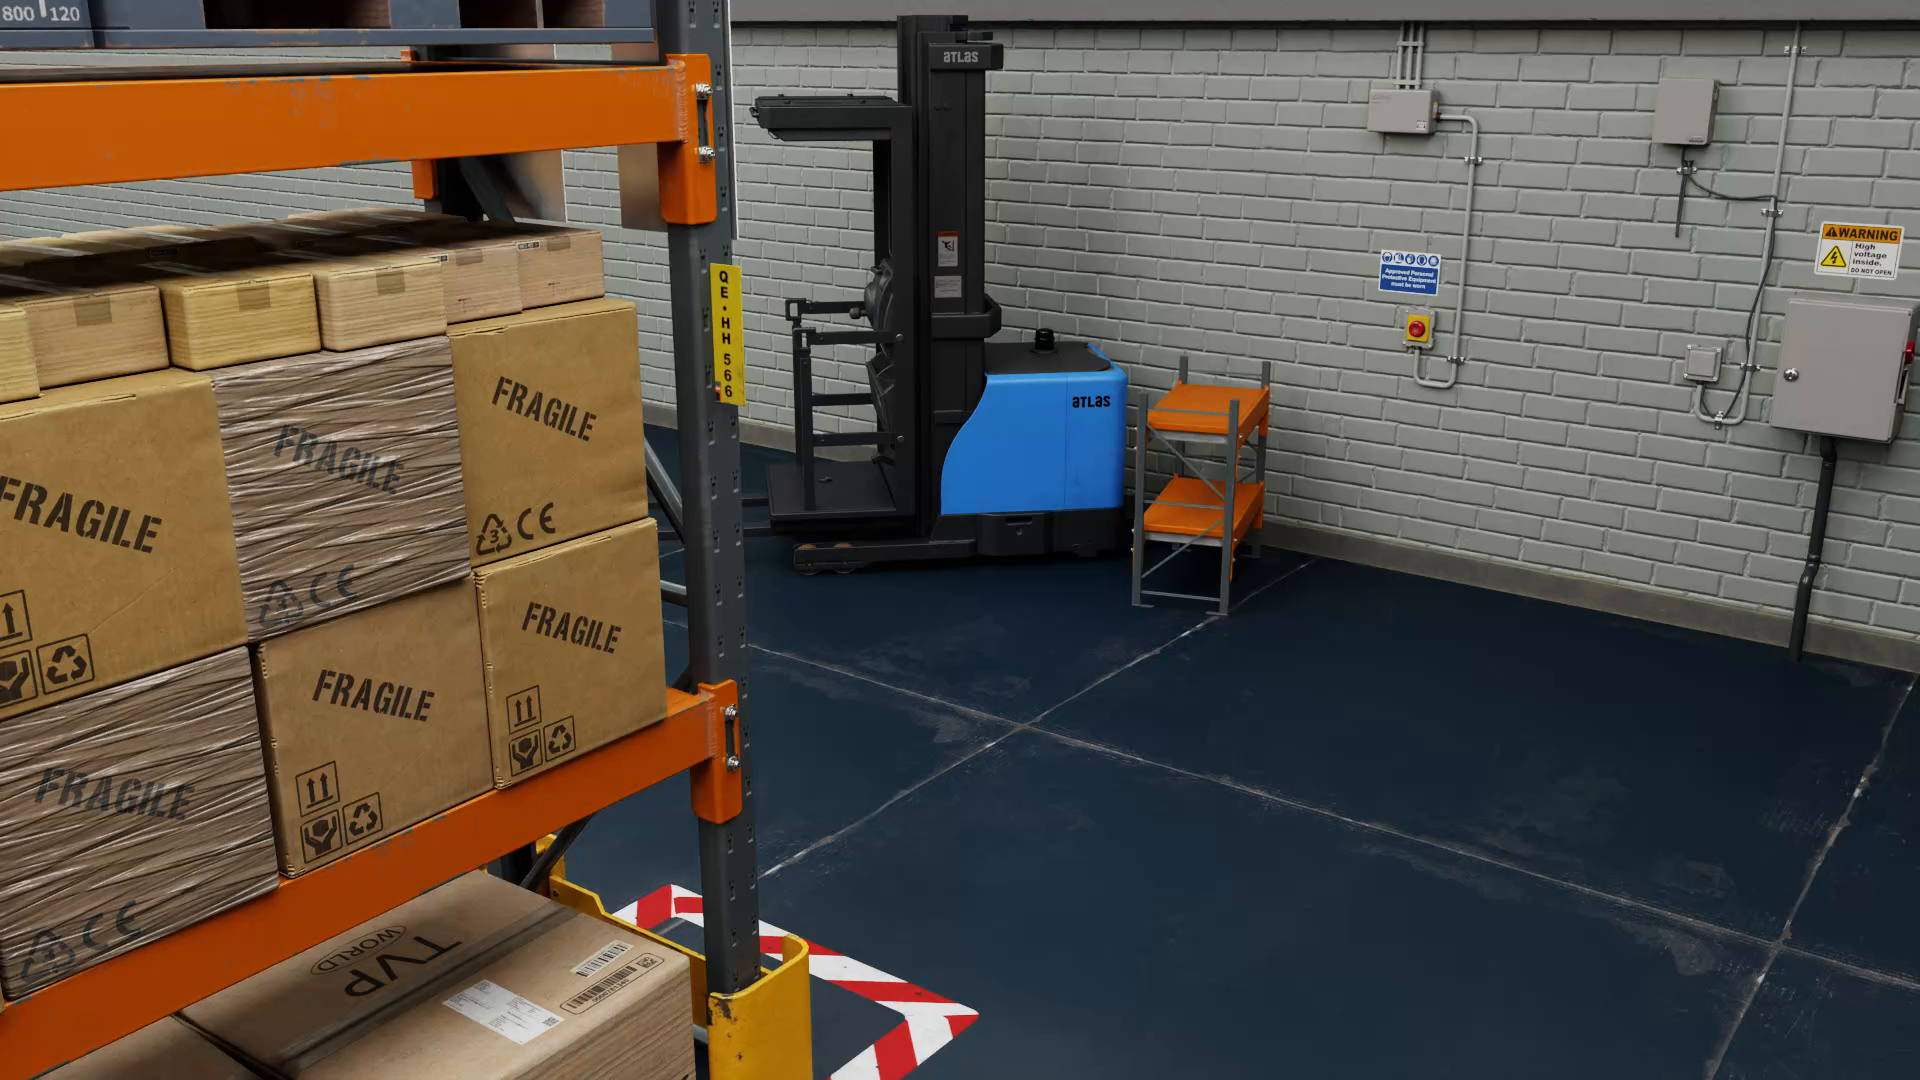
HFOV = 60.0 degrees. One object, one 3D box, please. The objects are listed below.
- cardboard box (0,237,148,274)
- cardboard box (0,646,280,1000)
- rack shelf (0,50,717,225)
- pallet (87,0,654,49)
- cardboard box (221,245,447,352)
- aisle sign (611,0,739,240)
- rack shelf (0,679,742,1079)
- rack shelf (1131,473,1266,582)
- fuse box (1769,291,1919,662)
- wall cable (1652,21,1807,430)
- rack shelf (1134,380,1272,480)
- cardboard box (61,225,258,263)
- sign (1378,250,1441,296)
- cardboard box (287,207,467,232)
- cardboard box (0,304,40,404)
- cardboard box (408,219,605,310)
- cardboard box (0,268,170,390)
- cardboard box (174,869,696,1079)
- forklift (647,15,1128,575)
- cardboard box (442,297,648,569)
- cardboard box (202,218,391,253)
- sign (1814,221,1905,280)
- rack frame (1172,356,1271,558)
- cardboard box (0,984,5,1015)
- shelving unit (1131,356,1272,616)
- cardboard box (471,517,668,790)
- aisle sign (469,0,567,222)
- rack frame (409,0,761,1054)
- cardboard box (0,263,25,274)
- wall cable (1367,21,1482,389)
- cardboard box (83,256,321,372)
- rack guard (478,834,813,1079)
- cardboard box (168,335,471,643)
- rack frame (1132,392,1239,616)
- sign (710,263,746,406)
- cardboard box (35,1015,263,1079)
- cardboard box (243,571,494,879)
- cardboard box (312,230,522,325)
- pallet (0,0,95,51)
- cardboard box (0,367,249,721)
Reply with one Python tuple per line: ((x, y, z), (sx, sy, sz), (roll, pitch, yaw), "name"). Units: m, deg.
((-1.892, -0.527, 3.435), (0.380, 0.149, 0.250), (12, 21, 33), "cardboard box")
((-1.654, 0.445, 3.085), (0.500, 0.500, 0.500), (13, 22, 36), "cardboard box")
((-2.162, -0.523, 2.525), (1.077, 0.370, 4.000), (12, 21, 35), "rack shelf")
((-1.404, -1.122, 3.390), (1.003, 0.211, 1.213), (12, 21, 35), "pallet")
((-1.241, -0.483, 3.294), (0.380, 0.149, 0.250), (12, 21, 34), "cardboard box")
((-0.678, -1.114, 3.890), (0.394, 0.787, 0.004), (12, 21, 35), "aisle sign")
((-2.162, 0.910, 2.970), (1.077, 0.370, 4.000), (12, 21, 35), "rack shelf")
((1.297, -0.085, 8.944), (0.538, 0.278, 1.000), (6, 18, 18), "rack shelf")
((3.971, -0.236, 7.619), (0.539, 1.711, 0.414), (12, 21, 35), "fuse box")
((3.517, -1.495, 7.786), (0.588, 1.984, 0.122), (12, 21, 35), "wall cable")
((1.297, -0.598, 8.785), (0.538, 0.278, 1.000), (6, 18, 18), "rack shelf")
((-1.750, -0.593, 3.647), (0.380, 0.149, 0.250), (13, 22, 36), "cardboard box")
((2.369, -1.410, 8.770), (0.327, 0.218, 0.001), (12, 21, 35), "sign")
((-1.404, -0.710, 4.023), (0.380, 0.149, 0.250), (13, 21, 36), "cardboard box")
((-1.739, -0.311, 2.739), (0.380, 0.149, 0.250), (13, 22, 36), "cardboard box")
((-1.023, -0.624, 3.749), (0.380, 0.149, 0.250), (13, 21, 35), "cardboard box")
((-1.637, -0.381, 2.964), (0.380, 0.149, 0.250), (12, 21, 34), "cardboard box")
((-1.283, 1.288, 4.152), (0.875, 0.438, 0.875), (12, 21, 33), "cardboard box")
((-0.624, -1.374, 9.225), (3.031, 2.935, 1.130), (-2, 17, -8), "forklift")
((-1.066, -0.279, 3.729), (0.500, 0.500, 0.500), (13, 22, 36), "cardboard box")
((-1.503, -0.635, 3.782), (0.380, 0.149, 0.250), (13, 22, 36), "cardboard box")
((4.050, -1.305, 7.496), (0.339, 0.242, 0.001), (12, 21, 35), "sign")
((1.461, -0.461, 9.332), (0.500, 1.125, 0.032), (6, 18, 18), "rack frame")
((-1.952, 0.570, 2.682), (0.500, 0.500, 0.500), (13, 22, 36), "cardboard box")
((1.297, -0.318, 8.872), (0.538, 1.125, 1.048), (6, 18, 18), "shelving unit")
((-1.045, 0.204, 3.862), (0.500, 0.500, 0.500), (13, 21, 35), "cardboard box")
((-1.160, -1.220, 4.232), (0.394, 0.787, 0.004), (12, 21, 35), "aisle sign")
((-0.970, 0.090, 4.397), (1.000, 3.000, 0.127), (12, 21, 35), "rack frame")
((-2.006, -0.455, 3.204), (0.380, 0.149, 0.250), (13, 21, 35), "cardboard box")
((2.371, -1.758, 8.580), (0.585, 1.953, 0.123), (12, 21, 35), "wall cable")
((-1.424, -0.431, 3.125), (0.380, 0.149, 0.250), (13, 21, 36), "cardboard box")
((-0.956, 1.278, 4.786), (1.175, 0.500, 0.348), (12, 21, 35), "rack guard")
((-1.354, -0.149, 3.311), (0.500, 0.500, 0.500), (13, 21, 35), "cardboard box")
((1.134, -0.175, 8.412), (0.500, 1.125, 0.032), (6, 18, 18), "rack frame")
((-0.542, -0.477, 3.871), (0.100, 0.325, 0.005), (12, 21, 35), "sign")
((-1.821, 1.507, 3.445), (0.875, 0.438, 0.875), (13, 22, 36), "cardboard box")
((-1.356, 0.320, 3.485), (0.500, 0.500, 0.500), (12, 21, 34), "cardboard box")
((-1.155, -0.560, 3.540), (0.380, 0.149, 0.250), (13, 21, 36), "cardboard box")
((-2.130, -0.830, 2.451), (1.003, 0.211, 1.213), (12, 21, 35), "pallet")
((-1.651, -0.032, 2.934), (0.500, 0.500, 0.500), (12, 21, 34), "cardboard box")
